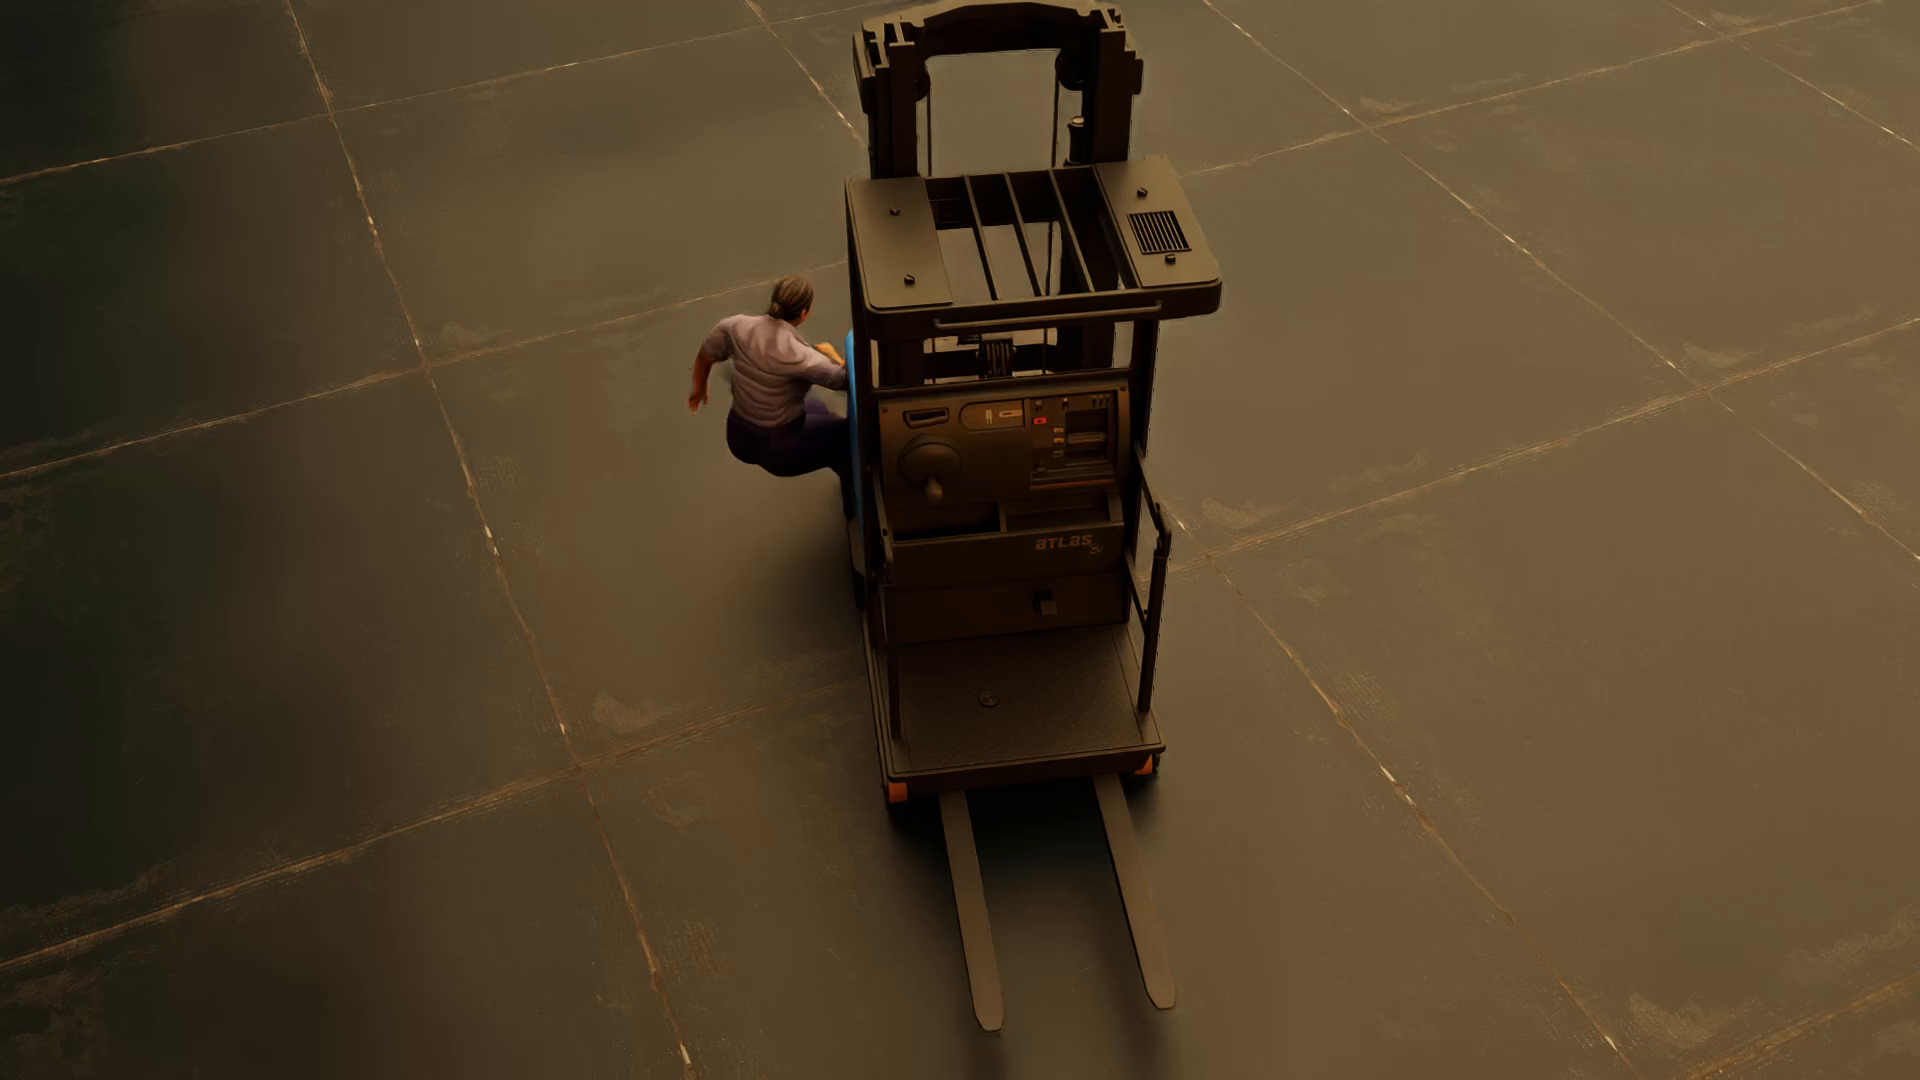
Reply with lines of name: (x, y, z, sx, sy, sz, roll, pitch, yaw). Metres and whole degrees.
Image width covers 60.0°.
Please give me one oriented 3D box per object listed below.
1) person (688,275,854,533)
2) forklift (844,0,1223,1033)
person: (-0.698, -0.657, 7.578, 0.869, 1.431, 0.871, 27, 49, 26)
forklift: (0.200, -0.278, 5.978, 1.130, 2.935, 3.031, -6, 43, -6)
